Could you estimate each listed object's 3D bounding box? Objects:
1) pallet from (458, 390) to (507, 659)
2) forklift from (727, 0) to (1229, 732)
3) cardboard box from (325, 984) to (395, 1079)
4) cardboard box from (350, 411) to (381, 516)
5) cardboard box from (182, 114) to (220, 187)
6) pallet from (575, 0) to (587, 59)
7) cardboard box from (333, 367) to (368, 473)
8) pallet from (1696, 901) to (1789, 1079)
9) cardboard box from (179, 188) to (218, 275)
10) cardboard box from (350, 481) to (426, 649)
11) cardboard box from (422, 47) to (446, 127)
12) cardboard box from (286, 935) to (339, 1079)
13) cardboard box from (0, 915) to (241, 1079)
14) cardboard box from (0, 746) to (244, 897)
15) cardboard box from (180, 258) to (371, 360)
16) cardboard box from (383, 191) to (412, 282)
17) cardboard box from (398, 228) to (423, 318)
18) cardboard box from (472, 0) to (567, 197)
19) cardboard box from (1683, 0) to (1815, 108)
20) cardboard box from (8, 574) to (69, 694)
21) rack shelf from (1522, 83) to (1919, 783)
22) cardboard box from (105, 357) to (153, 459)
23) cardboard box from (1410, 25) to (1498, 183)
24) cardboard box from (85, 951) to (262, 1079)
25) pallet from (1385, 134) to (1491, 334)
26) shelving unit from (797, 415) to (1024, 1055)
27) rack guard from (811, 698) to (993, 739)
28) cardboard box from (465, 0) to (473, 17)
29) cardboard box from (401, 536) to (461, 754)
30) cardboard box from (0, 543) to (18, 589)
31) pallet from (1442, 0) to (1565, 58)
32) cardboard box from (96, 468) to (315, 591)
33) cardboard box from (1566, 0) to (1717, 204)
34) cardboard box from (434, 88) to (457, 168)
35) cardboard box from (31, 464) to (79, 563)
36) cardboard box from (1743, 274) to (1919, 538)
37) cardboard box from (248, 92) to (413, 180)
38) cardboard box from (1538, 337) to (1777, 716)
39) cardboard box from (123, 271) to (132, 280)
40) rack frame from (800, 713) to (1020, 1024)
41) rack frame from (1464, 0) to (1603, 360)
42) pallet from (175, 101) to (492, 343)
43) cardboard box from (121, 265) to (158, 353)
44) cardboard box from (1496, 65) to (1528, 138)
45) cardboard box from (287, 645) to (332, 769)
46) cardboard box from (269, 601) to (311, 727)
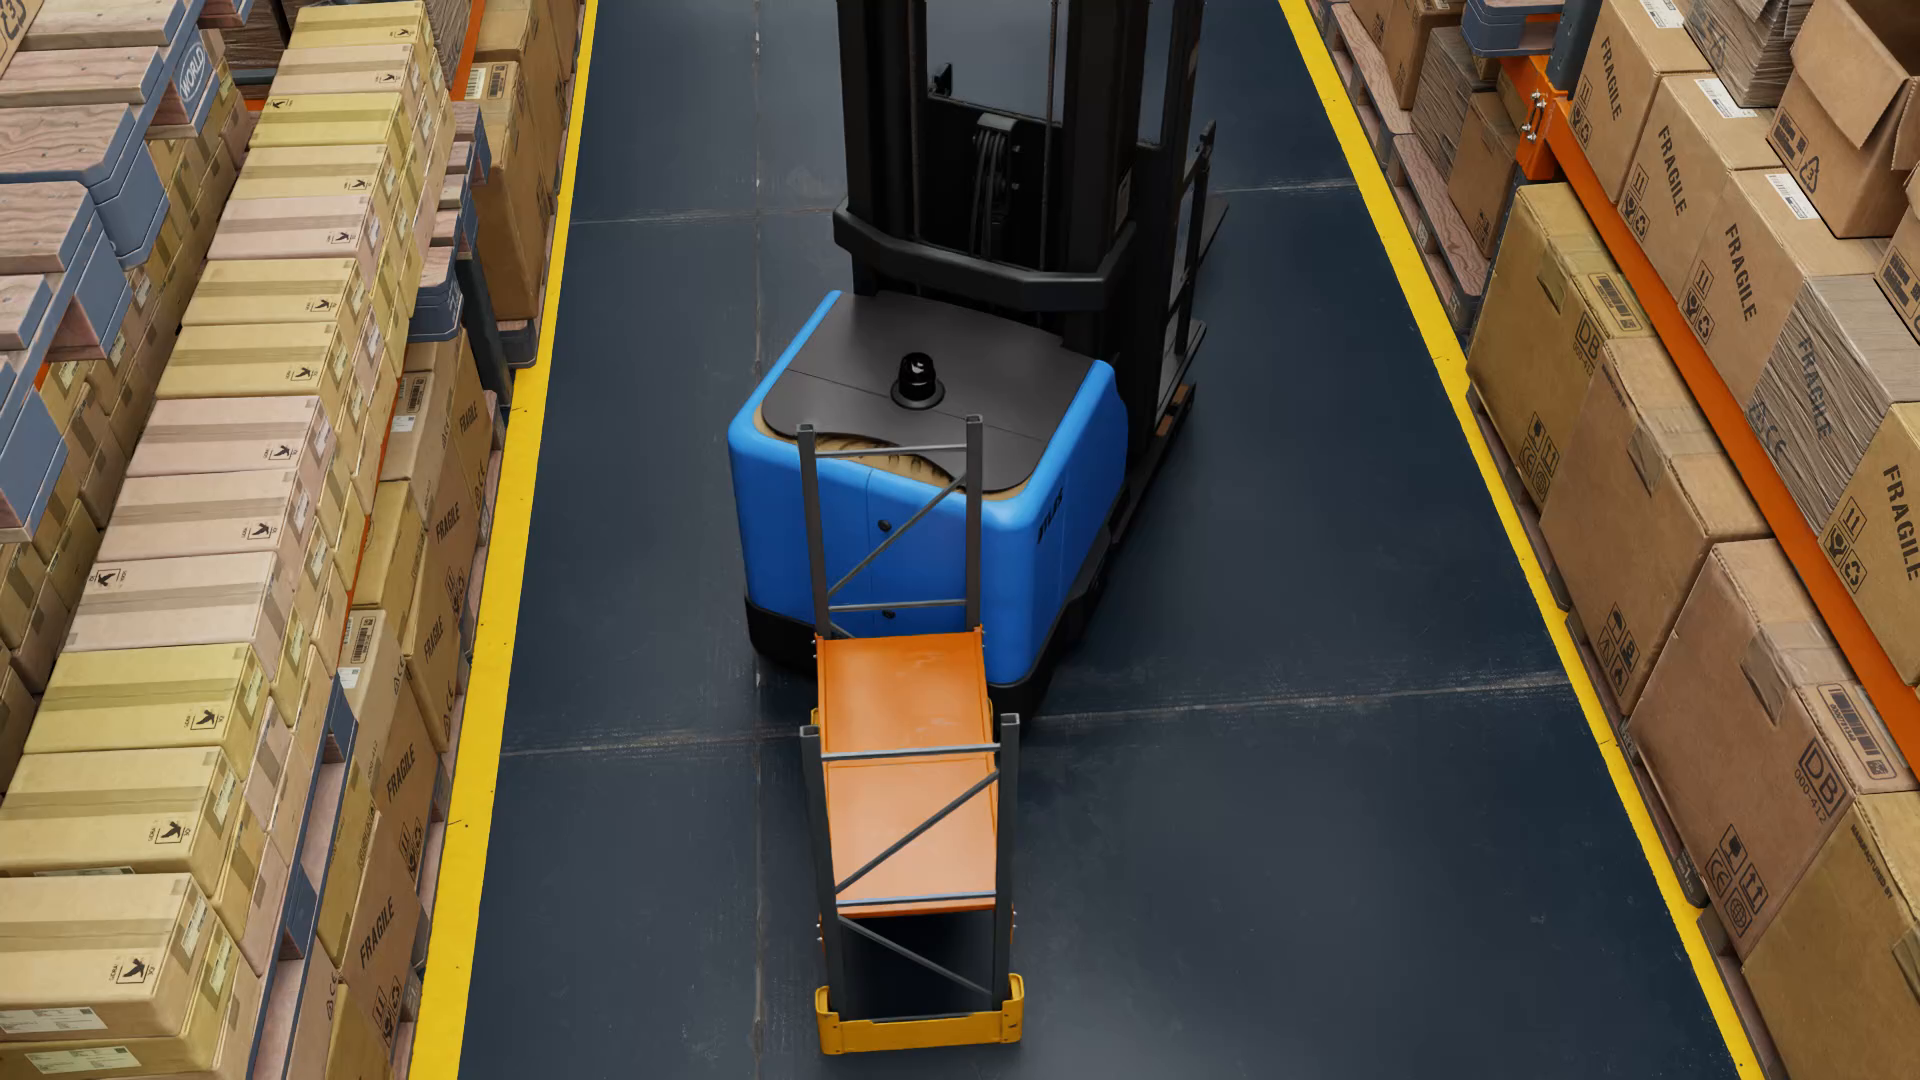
[{"bbox_3d":[-2.263,-0.053,6.155,1.003,0.211,1.213,-3,47,-3],"label":"pallet"},{"bbox_3d":[0.298,-1.455,5.609,1.130,2.935,3.031,17,49,15],"label":"forklift"},{"bbox_3d":[-1.790,1.481,4.214,0.500,0.500,0.500,-2,47,-2],"label":"cardboard box"},{"bbox_3d":[-1.699,-0.181,4.240,0.380,0.149,0.250,-5,47,-5],"label":"cardboard box"},{"bbox_3d":[-2.462,-1.180,4.980,0.380,0.149,0.250,-1,47,-1],"label":"cardboard box"},{"bbox_3d":[-2.522,-2.959,8.907,1.003,0.211,1.213,-3,47,-3],"label":"pallet"},{"bbox_3d":[-1.700,-0.288,4.136,0.380,0.149,0.250,-4,47,-4],"label":"cardboard box"},{"bbox_3d":[2.819,1.493,4.690,1.003,0.211,1.213,-3,47,-3],"label":"pallet"},{"bbox_3d":[-2.445,-0.910,4.930,0.380,0.149,0.250,-1,47,-1],"label":"cardboard box"},{"bbox_3d":[-1.929,0.092,5.013,0.500,0.250,0.500,-2,47,-2],"label":"cardboard box"},{"bbox_3d":[-1.832,-1.408,5.196,0.380,0.149,0.250,-3,47,-2],"label":"cardboard box"},{"bbox_3d":[-1.791,1.223,3.942,0.500,0.250,0.500,-5,47,-5],"label":"cardboard box"},{"bbox_3d":[-1.567,0.843,3.064,0.380,0.149,0.250,-3,47,-3],"label":"cardboard box"},{"bbox_3d":[-1.596,0.540,3.147,0.380,0.149,0.250,-2,47,-2],"label":"cardboard box"},{"bbox_3d":[-1.723,-0.578,4.205,0.380,0.149,0.250,-1,47,-1],"label":"cardboard box"},{"bbox_3d":[-1.763,-0.844,4.662,0.380,0.149,0.250,-3,47,-3],"label":"cardboard box"},{"bbox_3d":[-1.770,-0.760,4.788,0.380,0.149,0.250,-4,47,-4],"label":"cardboard box"},{"bbox_3d":[-2.365,-2.027,7.364,1.050,0.750,0.750,-3,47,-3],"label":"cardboard box"},{"bbox_3d":[2.669,-1.655,4.992,0.797,0.503,0.637,-2,47,-2],"label":"cardboard box"},{"bbox_3d":[-2.314,0.233,3.848,0.380,0.149,0.250,-5,47,-5],"label":"cardboard box"},{"bbox_3d":[2.791,-0.111,4.785,1.077,0.370,4.000,-3,47,-3],"label":"rack shelf"},{"bbox_3d":[-2.378,-0.340,4.390,0.380,0.149,0.250,-3,47,-3],"label":"cardboard box"},{"bbox_3d":[2.489,-1.982,7.479,0.700,0.500,0.500,-7,47,-7],"label":"cardboard box"},{"bbox_3d":[-1.567,0.946,3.172,0.380,0.149,0.250,-6,47,-5],"label":"cardboard box"},{"bbox_3d":[2.560,-1.412,7.442,1.003,0.211,1.213,-3,47,-3],"label":"pallet"},{"bbox_3d":[-0.151,0.575,4.672,0.587,1.500,1.083,-3,47,-3],"label":"shelving unit"},{"bbox_3d":[-0.187,0.644,5.467,0.587,0.250,0.087,-3,47,-3],"label":"rack guard"},{"bbox_3d":[-2.141,-2.321,6.313,0.500,0.500,0.500,-4,47,-4],"label":"cardboard box"},{"bbox_3d":[-1.911,0.355,5.280,0.500,0.500,0.500,-5,47,-5],"label":"cardboard box"},{"bbox_3d":[-2.303,0.026,3.633,0.380,0.149,0.250,-5,47,-5],"label":"cardboard box"},{"bbox_3d":[2.458,-2.249,6.446,1.213,0.211,1.003,-3,47,-3],"label":"pallet"},{"bbox_3d":[-1.656,-0.012,3.669,0.380,0.149,0.250,-4,47,-4],"label":"cardboard box"},{"bbox_3d":[2.393,-1.472,5.509,0.500,0.500,0.500,-2,47,-2],"label":"cardboard box"},{"bbox_3d":[-1.828,-1.307,5.305,0.380,0.149,0.250,-3,47,-3],"label":"cardboard box"},{"bbox_3d":[-2.336,-0.073,3.932,0.380,0.149,0.250,-3,47,-3],"label":"cardboard box"},{"bbox_3d":[2.525,-0.367,4.463,0.500,0.500,0.500,-3,47,-3],"label":"cardboard box"},{"bbox_3d":[-1.788,-1.142,4.740,0.380,0.149,0.250,-2,47,-2],"label":"cardboard box"},{"bbox_3d":[2.728,-0.074,5.428,1.225,0.875,0.875,-3,47,-3],"label":"cardboard box"},{"bbox_3d":[-2.394,-0.735,4.354,0.380,0.149,0.250,-2,47,-1],"label":"cardboard box"},{"bbox_3d":[-0.114,0.937,4.330,0.500,1.500,0.032,-3,47,-3],"label":"rack frame"},{"bbox_3d":[2.624,-1.806,5.894,1.000,3.000,0.127,-3,47,-3],"label":"rack frame"},{"bbox_3d":[-2.161,-1.002,5.265,1.213,0.211,1.003,-3,47,-3],"label":"pallet"},{"bbox_3d":[-2.395,-0.624,4.454,0.380,0.149,0.250,-3,47,-3],"label":"cardboard box"},{"bbox_3d":[2.538,-1.838,6.827,0.500,0.250,0.500,-2,47,-2],"label":"cardboard box"},{"bbox_3d":[-1.633,0.383,3.706,0.380,0.149,0.250,-3,47,-3],"label":"cardboard box"},{"bbox_3d":[-1.635,0.281,3.597,0.380,0.149,0.250,-5,47,-5],"label":"cardboard box"}]
